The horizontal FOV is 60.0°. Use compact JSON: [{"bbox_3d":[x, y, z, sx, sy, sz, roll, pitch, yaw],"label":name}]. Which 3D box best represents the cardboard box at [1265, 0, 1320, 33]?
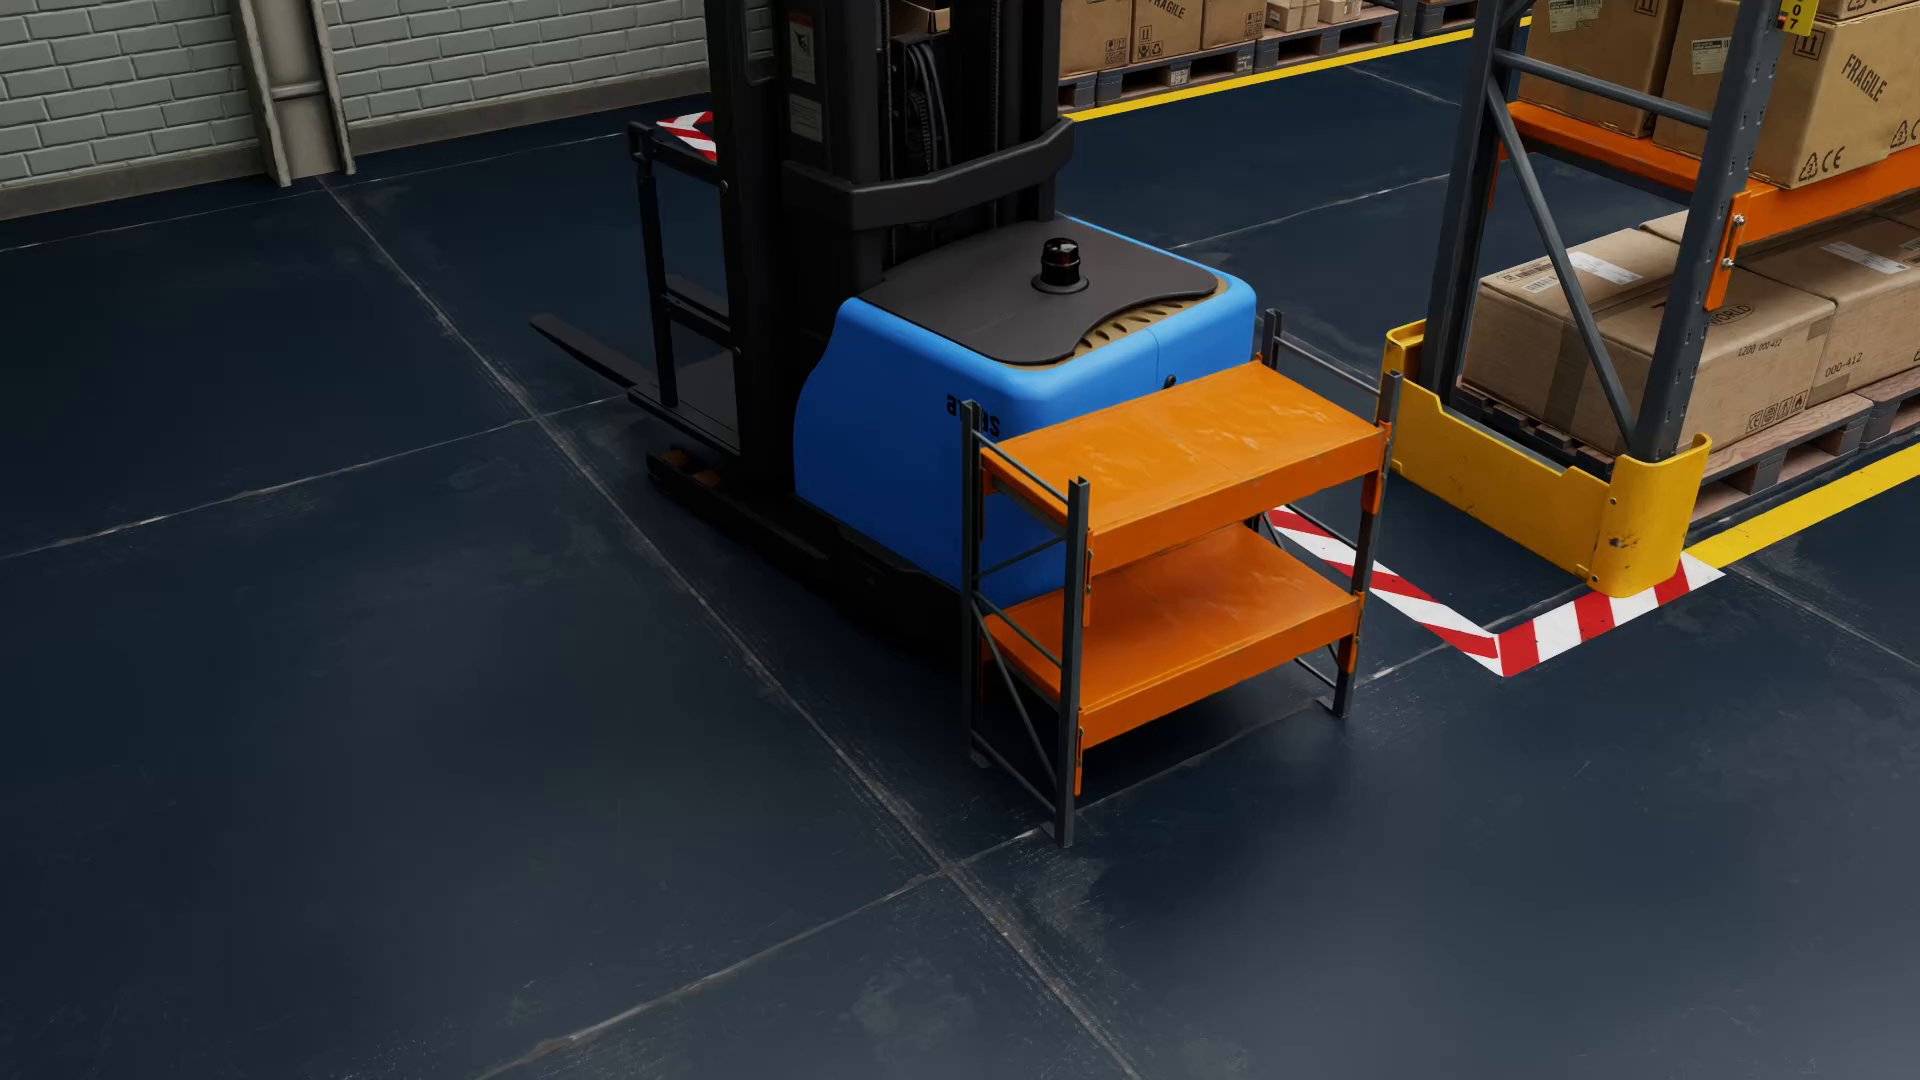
[{"bbox_3d":[2.051,-3.389,10.480,0.258,0.266,0.396,-18,36,-26],"label":"cardboard box"}]

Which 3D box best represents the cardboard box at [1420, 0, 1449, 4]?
[{"bbox_3d":[3.188,-3.923,11.107,0.500,0.500,0.500,-17,36,-25],"label":"cardboard box"}]

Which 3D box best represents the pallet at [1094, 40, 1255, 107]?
[{"bbox_3d":[1.056,-3.031,10.358,1.213,0.211,1.003,-19,37,-27],"label":"pallet"}]

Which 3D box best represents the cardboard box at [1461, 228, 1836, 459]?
[{"bbox_3d":[2.491,-0.712,6.075,0.875,0.438,0.875,-20,38,-29],"label":"cardboard box"}]

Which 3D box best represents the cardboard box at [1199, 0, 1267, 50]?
[{"bbox_3d":[1.475,-3.392,10.265,0.500,0.500,0.700,-20,38,-29],"label":"cardboard box"}]

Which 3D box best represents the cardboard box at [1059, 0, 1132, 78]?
[{"bbox_3d":[0.603,-3.092,9.789,0.500,0.500,0.700,-17,36,-25],"label":"cardboard box"}]

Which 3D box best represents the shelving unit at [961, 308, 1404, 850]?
[{"bbox_3d":[0.579,0.087,4.557,1.048,1.125,0.538,-19,37,-28],"label":"shelving unit"}]

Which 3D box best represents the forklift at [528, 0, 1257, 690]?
[{"bbox_3d":[-0.476,-1.489,5.363,1.130,2.935,3.031,-27,41,-36],"label":"forklift"}]

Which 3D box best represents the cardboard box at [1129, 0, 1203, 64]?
[{"bbox_3d":[1.101,-3.200,9.960,0.500,0.500,0.500,-18,37,-26],"label":"cardboard box"}]

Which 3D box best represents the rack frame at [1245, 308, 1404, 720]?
[{"bbox_3d":[1.005,-0.061,4.792,0.032,1.125,0.500,-19,37,-28],"label":"rack frame"}]

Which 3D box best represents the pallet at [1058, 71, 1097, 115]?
[{"bbox_3d":[0.031,-2.681,9.802,1.213,0.211,1.003,-19,37,-27],"label":"pallet"}]

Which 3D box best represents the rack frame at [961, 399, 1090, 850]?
[{"bbox_3d":[0.153,0.235,4.322,0.032,1.125,0.500,-19,37,-28],"label":"rack frame"}]

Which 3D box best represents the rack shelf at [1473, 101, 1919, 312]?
[{"bbox_3d":[3.671,-1.656,6.239,4.000,0.370,1.077,-19,37,-27],"label":"rack shelf"}]

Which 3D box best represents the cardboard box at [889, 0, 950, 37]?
[{"bbox_3d":[-0.137,-2.863,9.424,0.637,0.503,0.797,-21,38,-29],"label":"cardboard box"}]

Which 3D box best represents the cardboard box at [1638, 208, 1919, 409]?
[{"bbox_3d":[3.256,-0.980,6.501,0.875,0.438,0.875,-18,36,-26],"label":"cardboard box"}]

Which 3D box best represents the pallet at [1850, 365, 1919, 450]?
[{"bbox_3d":[3.644,-0.820,6.852,1.213,0.211,1.003,-19,37,-27],"label":"pallet"}]

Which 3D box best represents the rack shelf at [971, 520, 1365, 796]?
[{"bbox_3d":[0.579,0.294,4.688,1.000,0.278,0.538,-19,37,-28],"label":"rack shelf"}]

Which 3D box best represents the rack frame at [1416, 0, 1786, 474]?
[{"bbox_3d":[1.990,-1.383,5.130,0.127,3.000,1.000,-19,37,-27],"label":"rack frame"}]

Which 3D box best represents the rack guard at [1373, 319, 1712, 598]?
[{"bbox_3d":[1.970,-0.318,5.786,0.348,0.500,1.175,-19,37,-27],"label":"rack guard"}]

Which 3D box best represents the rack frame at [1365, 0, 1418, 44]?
[{"bbox_3d":[2.660,-4.764,10.490,0.127,3.000,1.000,-19,37,-27],"label":"rack frame"}]

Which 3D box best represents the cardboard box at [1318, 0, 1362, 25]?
[{"bbox_3d":[2.351,-3.443,10.675,0.250,0.149,0.380,-20,37,-29],"label":"cardboard box"}]

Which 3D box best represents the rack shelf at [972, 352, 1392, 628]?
[{"bbox_3d":[0.579,-0.160,4.401,1.000,0.278,0.538,-19,37,-28],"label":"rack shelf"}]

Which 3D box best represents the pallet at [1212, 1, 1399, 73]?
[{"bbox_3d":[2.082,-3.386,10.920,1.213,0.211,1.003,-19,37,-27],"label":"pallet"}]

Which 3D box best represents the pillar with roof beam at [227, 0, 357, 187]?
[{"bbox_3d":[-1.124,-3.839,3.401,0.400,9.000,9.100,-19,37,-27],"label":"pillar with roof beam"}]

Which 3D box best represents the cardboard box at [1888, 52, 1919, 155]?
[{"bbox_3d":[2.959,-1.594,5.371,0.500,0.500,0.500,-20,37,-28],"label":"cardboard box"}]

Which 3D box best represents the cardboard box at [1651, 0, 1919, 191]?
[{"bbox_3d":[2.549,-1.435,5.119,0.500,0.500,0.500,-19,37,-28],"label":"cardboard box"}]

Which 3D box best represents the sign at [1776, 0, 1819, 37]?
[{"bbox_3d":[2.286,-1.532,4.481,0.005,0.325,0.100,-19,37,-27],"label":"sign"}]

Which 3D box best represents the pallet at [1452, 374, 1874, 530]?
[{"bbox_3d":[2.620,-0.469,6.296,1.213,0.211,1.003,-19,37,-27],"label":"pallet"}]

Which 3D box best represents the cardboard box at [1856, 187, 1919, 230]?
[{"bbox_3d":[4.014,-1.240,6.913,0.875,0.438,0.875,-20,37,-29],"label":"cardboard box"}]

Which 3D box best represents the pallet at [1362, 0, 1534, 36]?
[{"bbox_3d":[3.323,-3.836,11.634,1.213,0.211,1.003,-19,37,-27],"label":"pallet"}]

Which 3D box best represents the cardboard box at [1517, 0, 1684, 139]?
[{"bbox_3d":[2.252,-1.683,5.513,0.500,0.500,0.500,-19,37,-27],"label":"cardboard box"}]

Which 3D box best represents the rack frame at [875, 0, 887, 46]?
[{"bbox_3d":[-0.702,-3.607,8.657,0.127,3.000,1.000,-19,37,-27],"label":"rack frame"}]

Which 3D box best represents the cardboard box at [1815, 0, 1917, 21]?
[{"bbox_3d":[2.548,-1.859,4.854,0.500,0.500,0.500,-20,37,-28],"label":"cardboard box"}]
